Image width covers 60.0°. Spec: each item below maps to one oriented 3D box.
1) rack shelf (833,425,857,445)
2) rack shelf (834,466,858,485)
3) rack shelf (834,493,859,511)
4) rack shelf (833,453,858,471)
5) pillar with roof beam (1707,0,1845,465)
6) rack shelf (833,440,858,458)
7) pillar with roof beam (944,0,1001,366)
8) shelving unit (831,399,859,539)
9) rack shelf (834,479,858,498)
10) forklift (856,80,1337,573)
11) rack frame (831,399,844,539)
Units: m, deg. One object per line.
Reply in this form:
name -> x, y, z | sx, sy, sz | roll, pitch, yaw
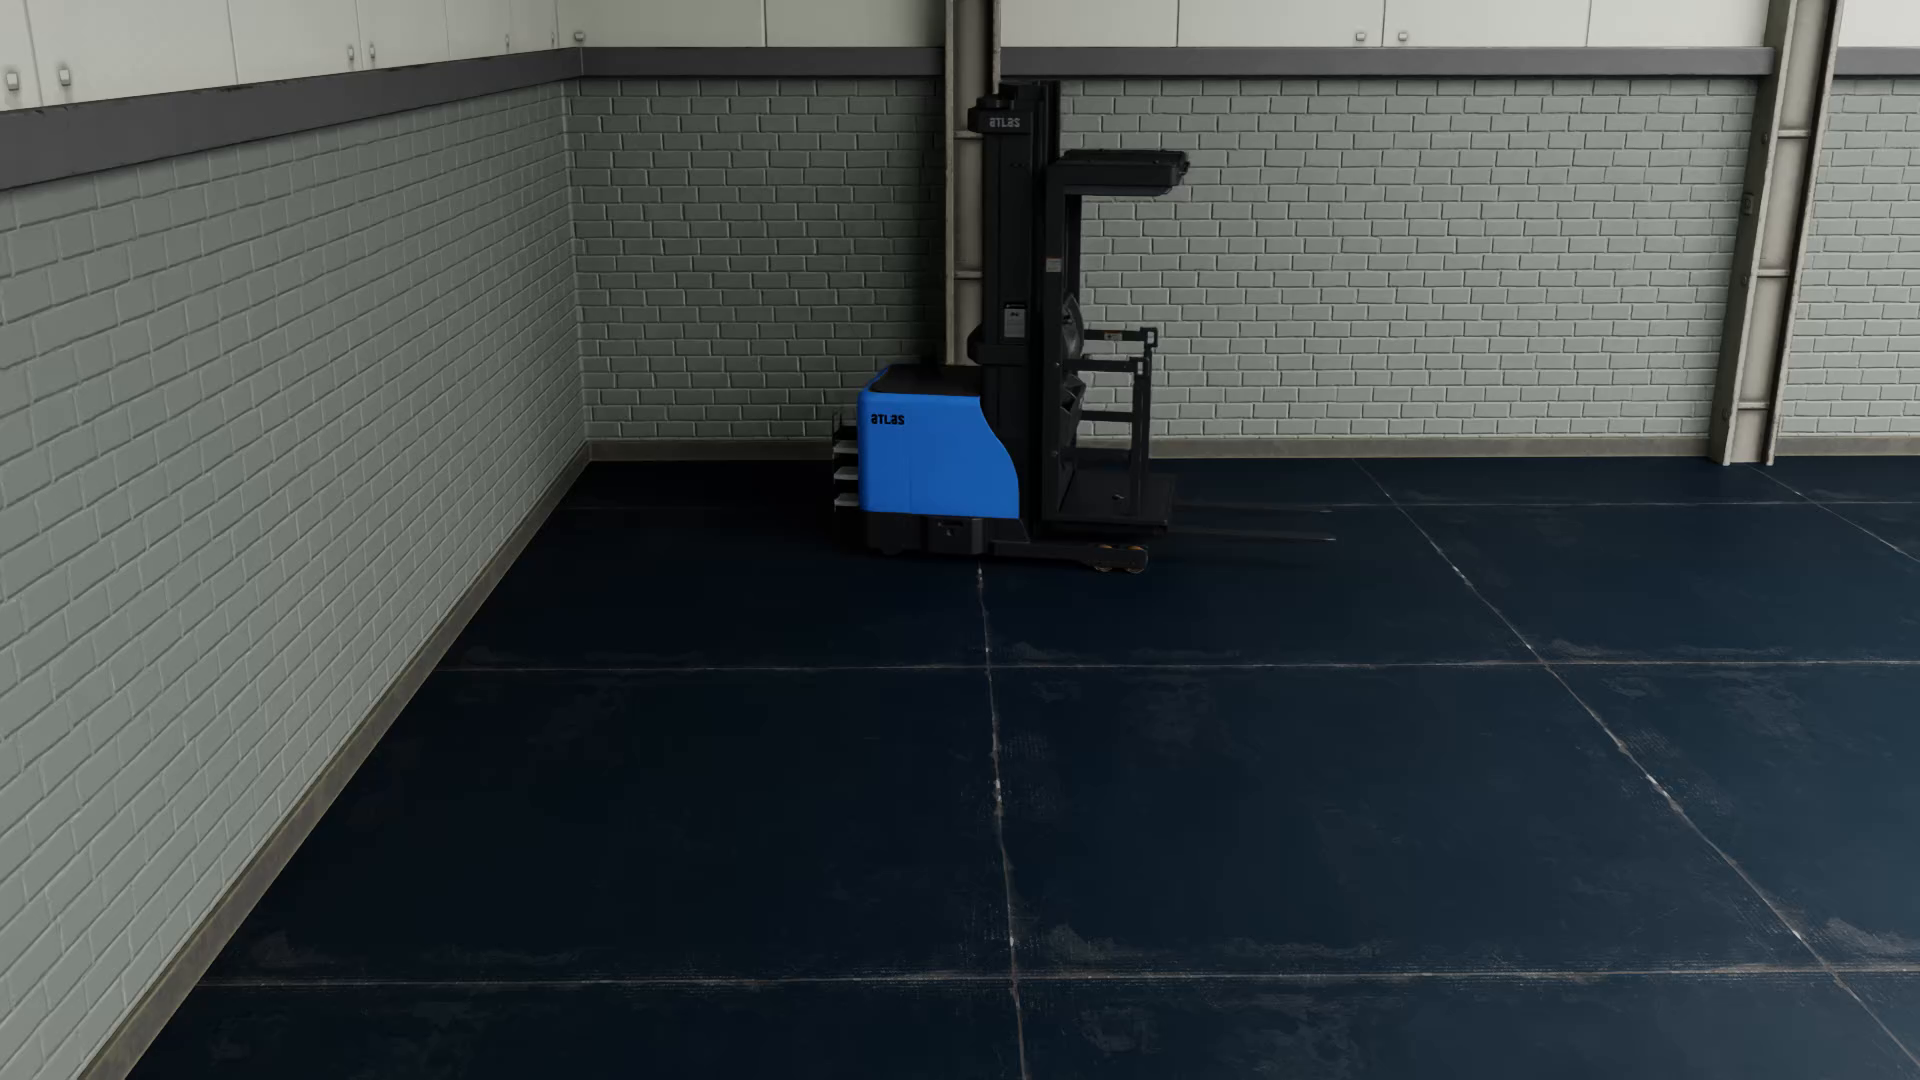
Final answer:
rack shelf -> -0.711, -0.689, 10.948 | 0.200, 0.077, 0.258 | 3, 18, 9
rack shelf -> -0.711, -0.432, 11.031 | 0.200, 0.077, 0.258 | 3, 18, 9
rack shelf -> -0.711, -0.261, 11.086 | 0.200, 0.077, 0.258 | 3, 18, 9
rack shelf -> -0.711, -0.518, 11.003 | 0.200, 0.077, 0.258 | 3, 18, 9
pillar with roof beam -> 6.155, -3.595, 7.523 | 0.400, 9.000, 9.100 | 0, 18, -1
rack shelf -> -0.711, -0.604, 10.976 | 0.200, 0.077, 0.258 | 3, 18, 9
pillar with roof beam -> 0.156, -3.566, 7.433 | 0.400, 9.000, 9.100 | 0, 18, -1
shelving unit -> -0.711, -0.464, 11.020 | 0.210, 0.900, 0.258 | 3, 18, 9
rack shelf -> -0.711, -0.346, 11.058 | 0.200, 0.077, 0.258 | 3, 18, 9
forklift -> 0.900, -1.363, 10.498 | 3.031, 2.935, 1.130 | 3, 18, 9
rack frame -> -0.811, -0.469, 11.036 | 0.006, 0.900, 0.240 | 3, 18, 9
